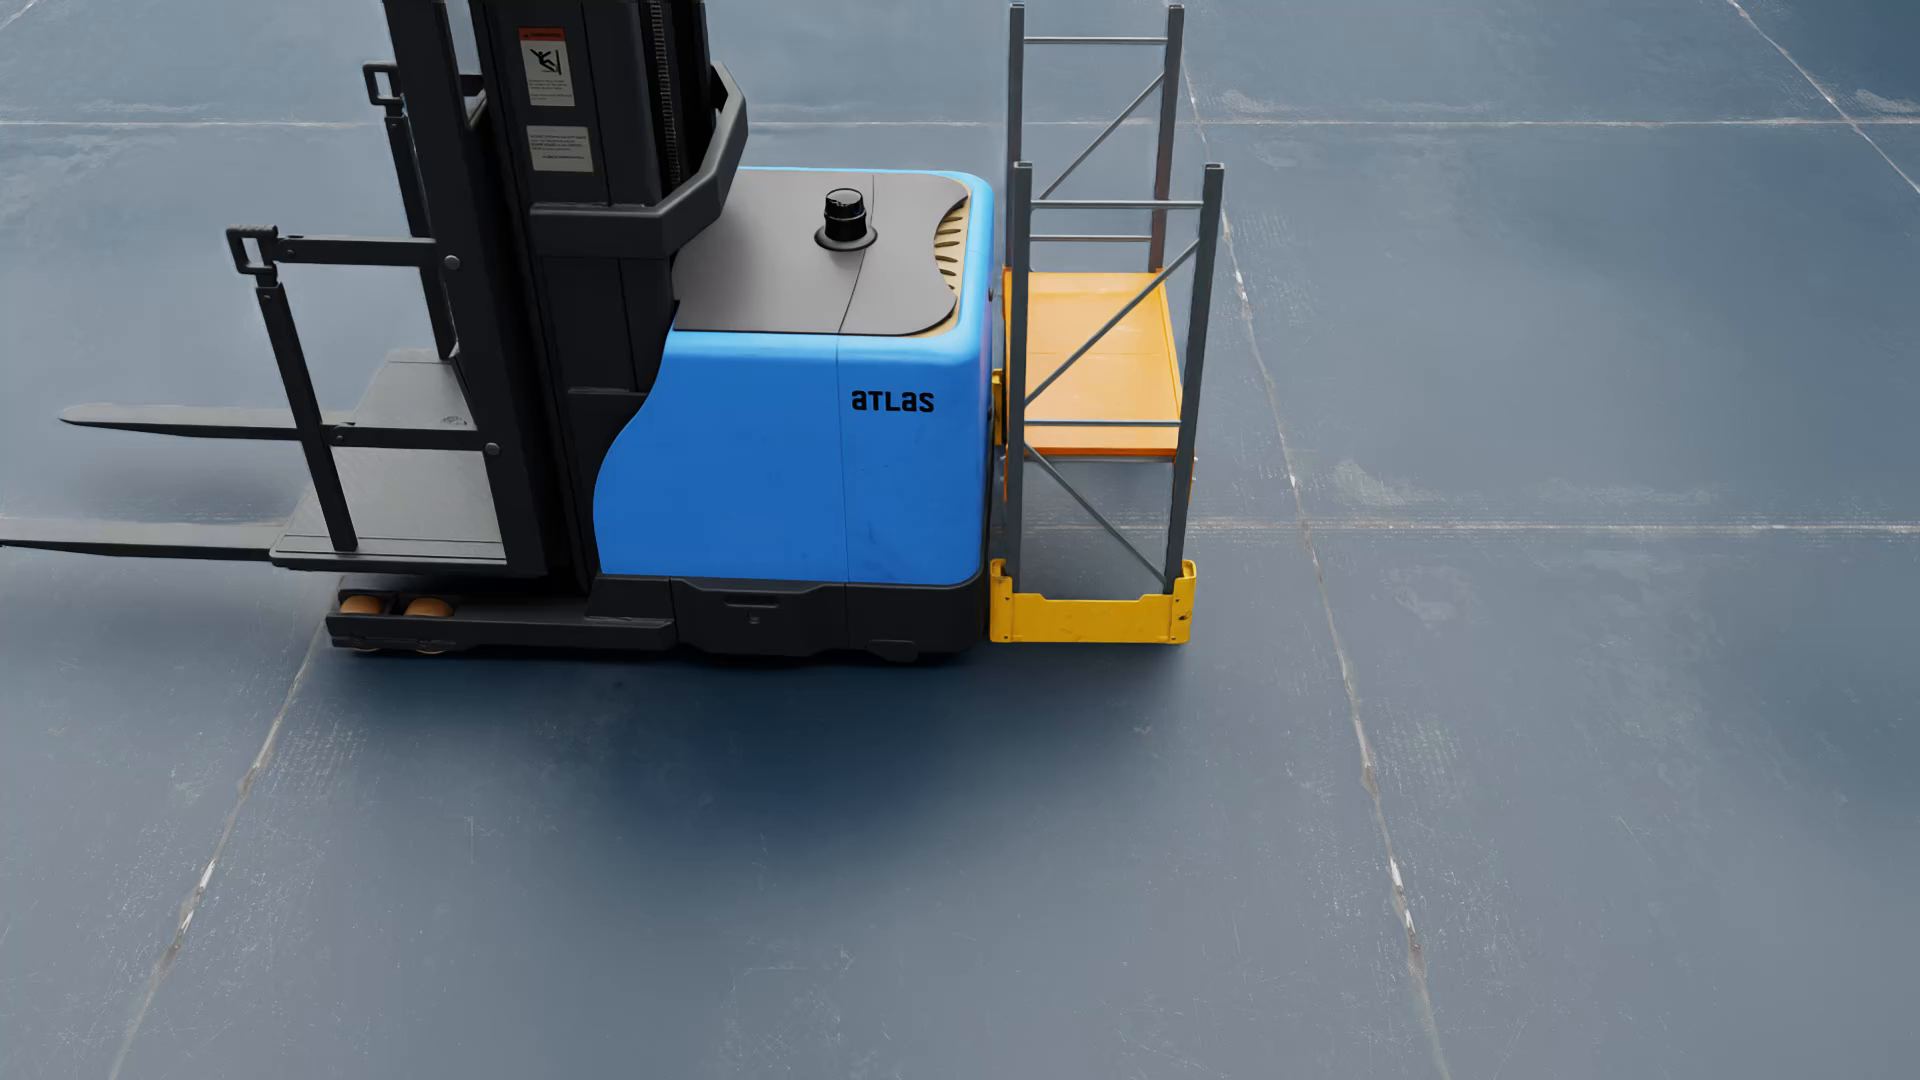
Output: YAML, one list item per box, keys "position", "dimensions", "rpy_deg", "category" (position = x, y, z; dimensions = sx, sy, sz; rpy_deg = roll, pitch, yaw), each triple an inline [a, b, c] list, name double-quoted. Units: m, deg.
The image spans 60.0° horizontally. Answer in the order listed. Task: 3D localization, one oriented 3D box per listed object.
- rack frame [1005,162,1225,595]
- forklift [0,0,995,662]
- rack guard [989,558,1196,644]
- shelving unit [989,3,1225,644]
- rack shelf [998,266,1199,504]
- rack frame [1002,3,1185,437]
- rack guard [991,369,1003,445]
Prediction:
- position: [0.379, -0.309, 4.436]
  dimensions: [0.500, 1.500, 0.032]
  rpy_deg: [0, 39, 1]
  category: "rack frame"
- position: [-1.423, -1.141, 4.330]
  dimensions: [3.031, 2.935, 1.130]
  rpy_deg: [2, 39, 2]
  category: "forklift"
- position: [0.379, 0.178, 4.828]
  dimensions: [0.587, 0.250, 0.087]
  rpy_deg: [0, 39, 1]
  category: "rack guard"
- position: [0.386, -0.621, 4.825]
  dimensions: [0.587, 1.500, 1.083]
  rpy_deg: [0, 39, 1]
  category: "shelving unit"
- position: [0.386, -0.486, 4.945]
  dimensions: [0.538, 0.185, 1.000]
  rpy_deg: [0, 39, 1]
  category: "rack shelf"
- position: [0.392, -0.944, 5.229]
  dimensions: [0.500, 1.500, 0.032]
  rpy_deg: [0, 39, 1]
  category: "rack frame"
- position: [0.392, -0.445, 5.605]
  dimensions: [0.587, 0.250, 0.087]
  rpy_deg: [0, 39, 1]
  category: "rack guard"
